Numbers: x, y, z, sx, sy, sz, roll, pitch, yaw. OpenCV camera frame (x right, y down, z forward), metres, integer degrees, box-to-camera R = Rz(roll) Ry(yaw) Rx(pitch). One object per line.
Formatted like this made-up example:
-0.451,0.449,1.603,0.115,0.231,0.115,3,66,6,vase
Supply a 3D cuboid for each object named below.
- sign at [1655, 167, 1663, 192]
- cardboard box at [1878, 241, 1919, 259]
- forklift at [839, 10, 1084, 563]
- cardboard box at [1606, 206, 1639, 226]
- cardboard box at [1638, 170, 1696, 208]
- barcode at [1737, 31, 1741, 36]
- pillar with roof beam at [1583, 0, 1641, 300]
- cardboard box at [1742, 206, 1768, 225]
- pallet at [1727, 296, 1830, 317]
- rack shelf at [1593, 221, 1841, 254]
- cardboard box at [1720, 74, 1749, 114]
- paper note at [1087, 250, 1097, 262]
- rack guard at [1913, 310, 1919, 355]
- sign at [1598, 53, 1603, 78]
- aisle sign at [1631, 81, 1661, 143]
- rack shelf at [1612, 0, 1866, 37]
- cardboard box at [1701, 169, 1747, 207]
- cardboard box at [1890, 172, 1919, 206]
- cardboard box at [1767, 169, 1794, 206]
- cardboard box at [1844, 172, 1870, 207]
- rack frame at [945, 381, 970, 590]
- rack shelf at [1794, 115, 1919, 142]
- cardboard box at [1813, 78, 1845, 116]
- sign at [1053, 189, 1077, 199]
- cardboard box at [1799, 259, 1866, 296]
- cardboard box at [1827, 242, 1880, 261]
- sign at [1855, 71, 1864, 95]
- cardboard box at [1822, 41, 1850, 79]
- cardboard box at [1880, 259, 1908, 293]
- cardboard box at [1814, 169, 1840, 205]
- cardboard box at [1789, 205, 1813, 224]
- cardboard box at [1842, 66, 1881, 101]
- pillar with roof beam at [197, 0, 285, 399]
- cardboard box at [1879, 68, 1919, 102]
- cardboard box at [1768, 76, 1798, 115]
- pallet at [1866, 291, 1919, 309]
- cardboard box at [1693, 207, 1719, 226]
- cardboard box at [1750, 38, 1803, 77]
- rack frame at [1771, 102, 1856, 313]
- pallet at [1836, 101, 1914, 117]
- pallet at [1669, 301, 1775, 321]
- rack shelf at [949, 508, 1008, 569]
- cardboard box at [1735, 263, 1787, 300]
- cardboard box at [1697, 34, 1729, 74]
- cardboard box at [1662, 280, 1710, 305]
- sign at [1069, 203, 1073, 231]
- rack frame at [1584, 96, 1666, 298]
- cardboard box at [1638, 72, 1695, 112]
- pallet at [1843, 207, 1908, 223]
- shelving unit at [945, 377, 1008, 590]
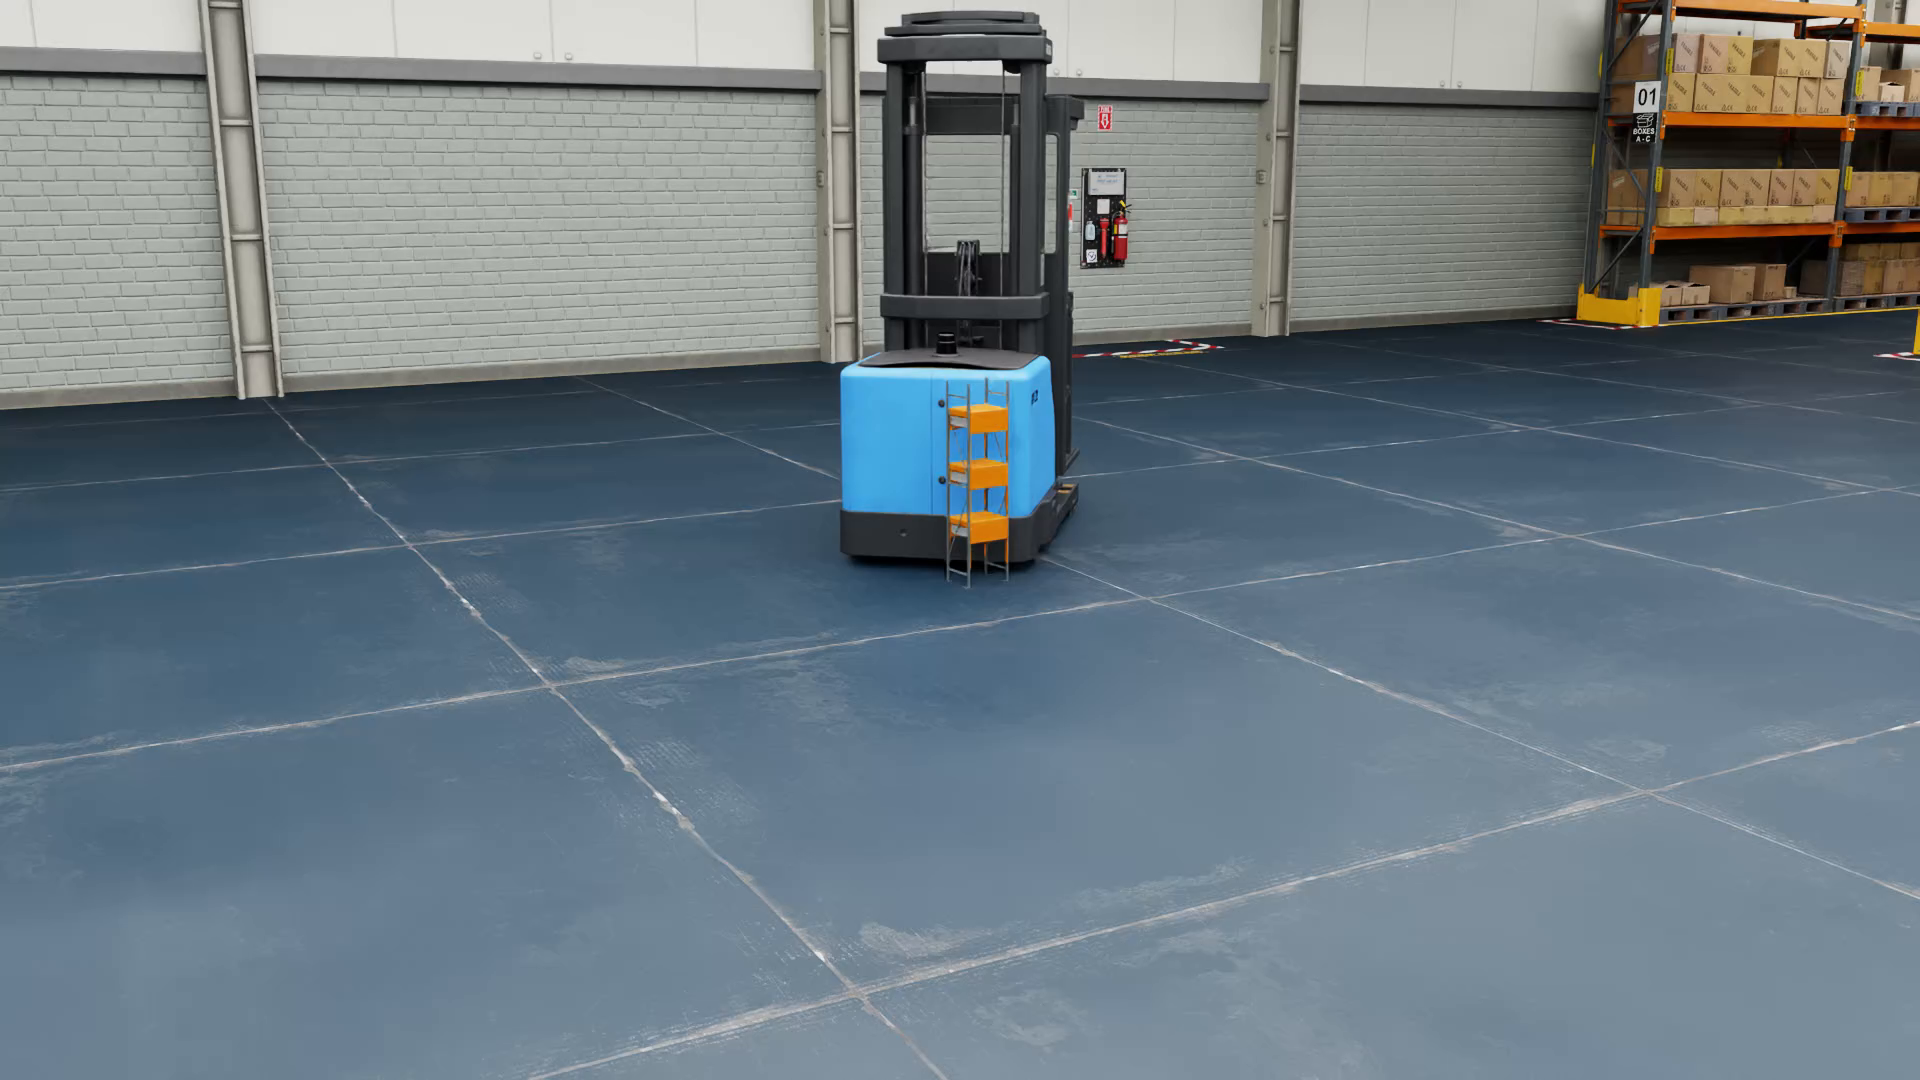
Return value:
9.279,-4.789,22.086,0.005,0.325,0.100,-7,14,-28,sign
14.455,-4.485,25.690,0.500,0.250,0.500,-7,14,-28,cardboard box
0.137,-1.584,9.972,1.130,2.935,3.031,2,13,11,forklift
9.337,-4.494,23.044,0.500,0.250,0.500,-7,14,-27,cardboard box
9.582,-4.766,22.543,0.500,0.500,0.500,-7,14,-28,cardboard box
11.104,-7.219,23.696,0.075,0.075,0.001,-7,14,-28,barcode
11.282,-6.809,19.368,0.400,9.000,9.100,-7,14,-28,pillar with roof beam
10.943,-4.561,23.338,0.500,0.250,0.500,-7,14,-27,cardboard box
11.958,-3.454,24.477,1.213,0.211,1.003,-7,14,-28,pallet
10.775,-4.331,23.659,4.000,0.370,1.077,-7,14,-28,rack shelf
10.375,-6.085,22.712,0.500,0.500,0.500,-6,14,-25,cardboard box
1.577,-3.393,19.859,0.142,0.148,0.016,-7,14,-28,paper note
11.375,-2.295,18.668,0.348,0.500,1.175,-7,14,-28,rack guard
8.771,-6.476,22.704,0.005,0.325,0.100,-7,14,-28,sign
9.100,-5.674,22.069,0.004,0.787,0.394,-7,14,-28,aisle sign
10.775,-7.256,23.001,4.000,0.370,1.077,-7,14,-28,rack shelf
10.477,-4.869,23.002,0.500,0.500,0.500,-7,15,-30,cardboard box
14.050,-5.335,25.254,0.500,0.500,0.700,-5,14,-20,cardboard box
11.381,-4.981,23.497,0.500,0.500,0.500,-7,15,-29,cardboard box
12.993,-5.203,24.665,0.500,0.500,0.700,-7,14,-28,cardboard box
-0.012,-0.276,8.439,0.008,1.050,0.200,-9,15,-35,rack frame
14.286,-6.215,25.200,4.000,0.370,1.077,-7,14,-28,rack shelf
12.203,-6.313,23.724,0.500,0.500,0.500,-6,14,-26,cardboard box
1.239,-4.064,19.548,0.331,0.109,0.001,-7,14,-28,sign
13.168,-3.968,25.100,0.500,0.500,0.700,-6,14,-26,cardboard box
13.553,-4.381,25.226,0.500,0.250,0.500,-7,15,-29,cardboard box
12.797,-6.504,23.668,0.005,0.325,0.100,-7,14,-28,sign
12.220,-6.797,23.597,0.500,0.500,0.500,-8,15,-33,cardboard box
14.065,-4.078,25.588,0.500,0.500,0.700,-7,14,-27,cardboard box
12.263,-5.085,23.961,0.500,0.500,0.500,-7,14,-28,cardboard box
11.818,-4.670,23.823,0.500,0.250,0.500,-7,14,-28,cardboard box
13.048,-6.651,24.316,0.500,0.500,0.500,-5,13,-20,cardboard box
-4.517,-4.915,10.954,0.400,9.000,9.100,-7,14,-28,pillar with roof beam
14.131,-6.781,24.892,0.500,0.500,0.500,-7,15,-30,cardboard box
11.287,-6.197,23.208,0.500,0.500,0.500,-7,15,-30,cardboard box
14.285,-3.743,25.761,1.213,0.211,1.003,-7,14,-28,pallet
10.049,-4.455,22.871,0.500,0.250,0.500,-7,15,-30,cardboard box
11.291,-6.680,23.078,0.500,0.500,0.500,-7,15,-30,cardboard box
12.530,-4.892,24.515,0.127,3.000,1.000,-7,14,-28,rack frame
13.123,-6.308,24.404,1.003,0.211,1.213,-7,14,-28,pallet
10.885,-3.325,23.903,1.213,0.211,1.003,-7,14,-28,pallet
0.088,-0.010,8.569,0.240,0.259,0.215,-9,15,-35,rack shelf
11.638,-3.770,24.222,0.500,0.500,0.500,-8,15,-32,cardboard box
9.938,-6.518,22.356,0.500,0.500,0.500,-7,14,-29,cardboard box
10.170,-3.490,23.405,0.500,0.311,0.500,-6,14,-23,cardboard box
1.231,-3.807,19.612,0.234,0.329,0.001,-7,14,-28,sign
9.019,-4.471,22.645,0.127,3.000,1.000,-7,14,-28,rack frame
9.432,-5.980,22.245,0.500,0.500,0.500,-6,14,-26,cardboard box
13.271,-4.851,24.769,1.213,0.211,1.003,-7,14,-28,pallet
0.087,-0.292,8.508,0.252,1.050,0.215,-9,15,-35,shelving unit
